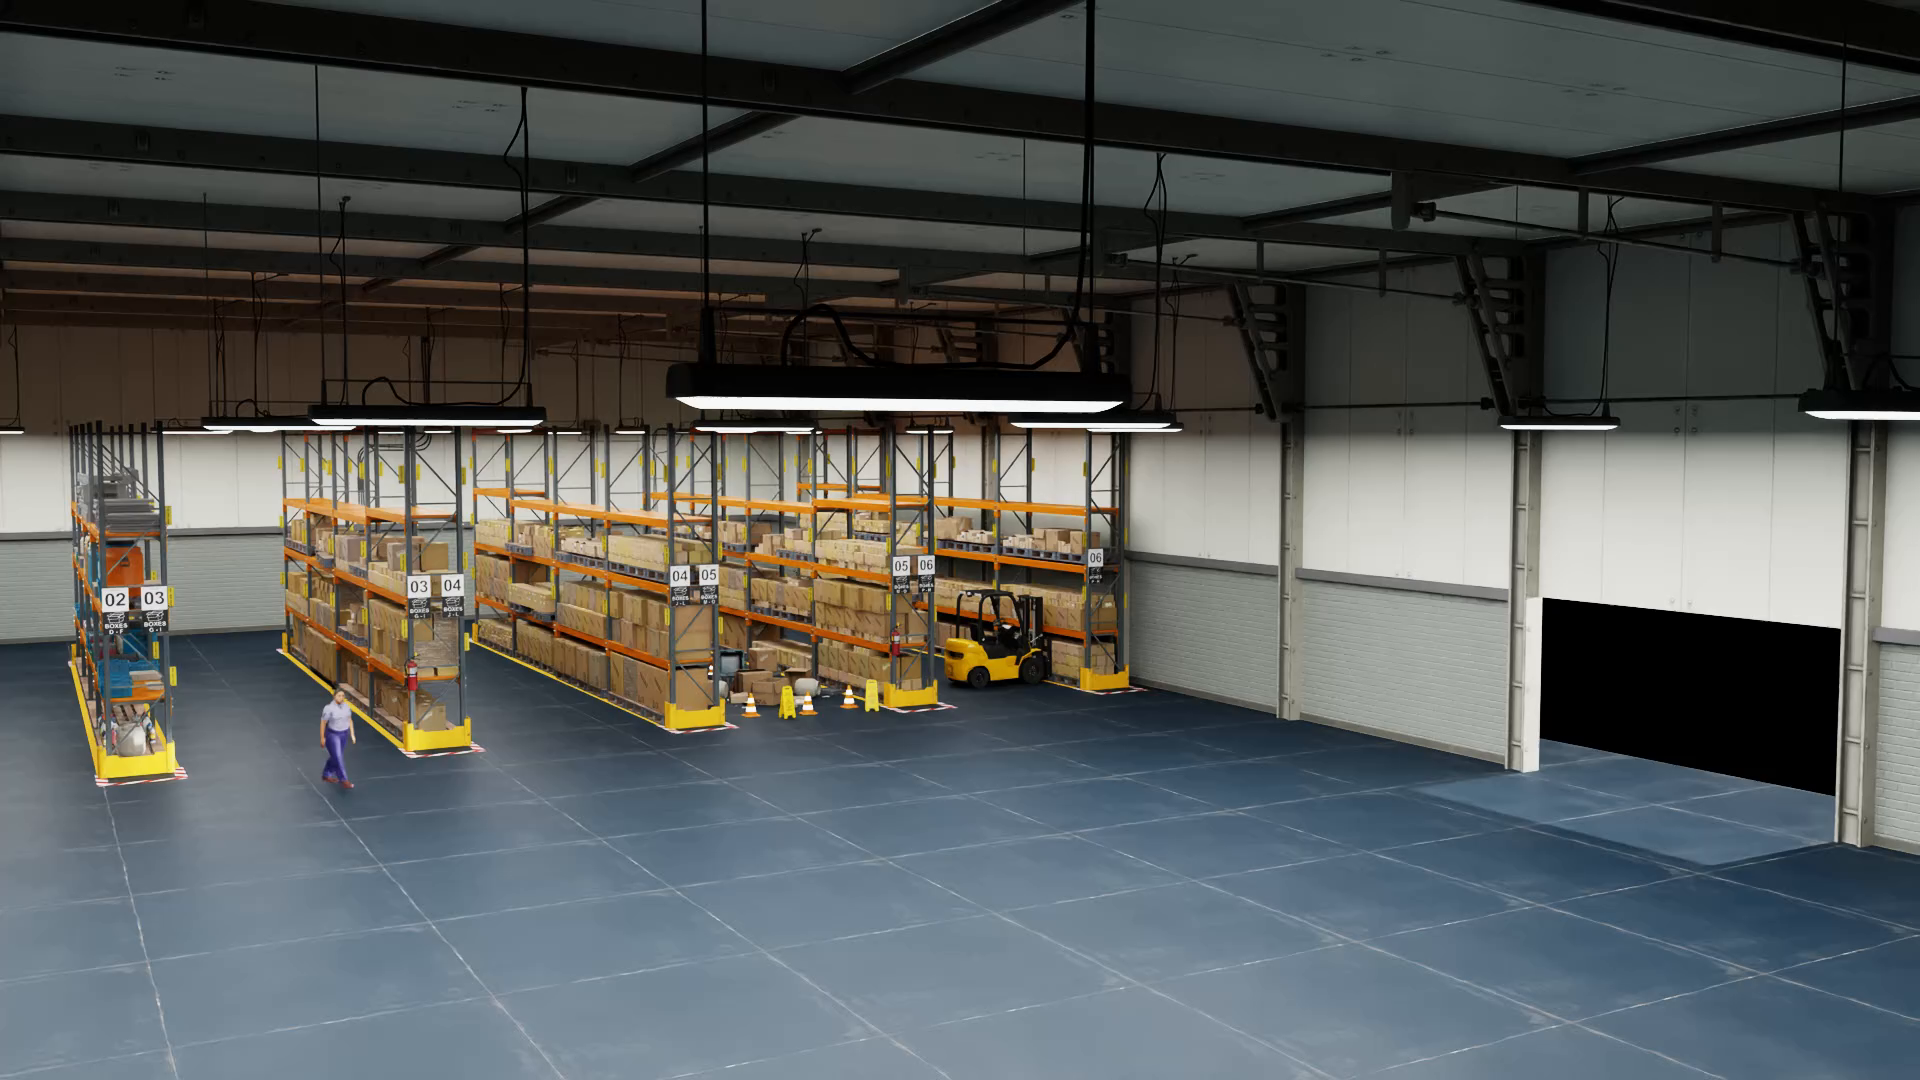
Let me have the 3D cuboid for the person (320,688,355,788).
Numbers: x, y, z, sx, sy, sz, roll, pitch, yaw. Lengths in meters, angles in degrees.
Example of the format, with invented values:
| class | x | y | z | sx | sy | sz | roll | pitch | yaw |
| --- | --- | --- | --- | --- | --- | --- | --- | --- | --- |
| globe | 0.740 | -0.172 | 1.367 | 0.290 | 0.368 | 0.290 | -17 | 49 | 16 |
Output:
| class | x | y | z | sx | sy | sz | roll | pitch | yaw |
| --- | --- | --- | --- | --- | --- | --- | --- | --- | --- |
| person | -10.158 | 3.218 | 27.209 | 0.984 | 1.592 | 0.524 | 2 | 4 | 26 |

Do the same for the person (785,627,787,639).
| class | x | y | z | sx | sy | sz | roll | pitch | yaw |
| --- | --- | --- | --- | --- | --- | --- | --- | --- | --- |
| person | -4.993 | 1.992 | 46.395 | 0.556 | 1.729 | 0.454 | -2 | 4 | -27 |
